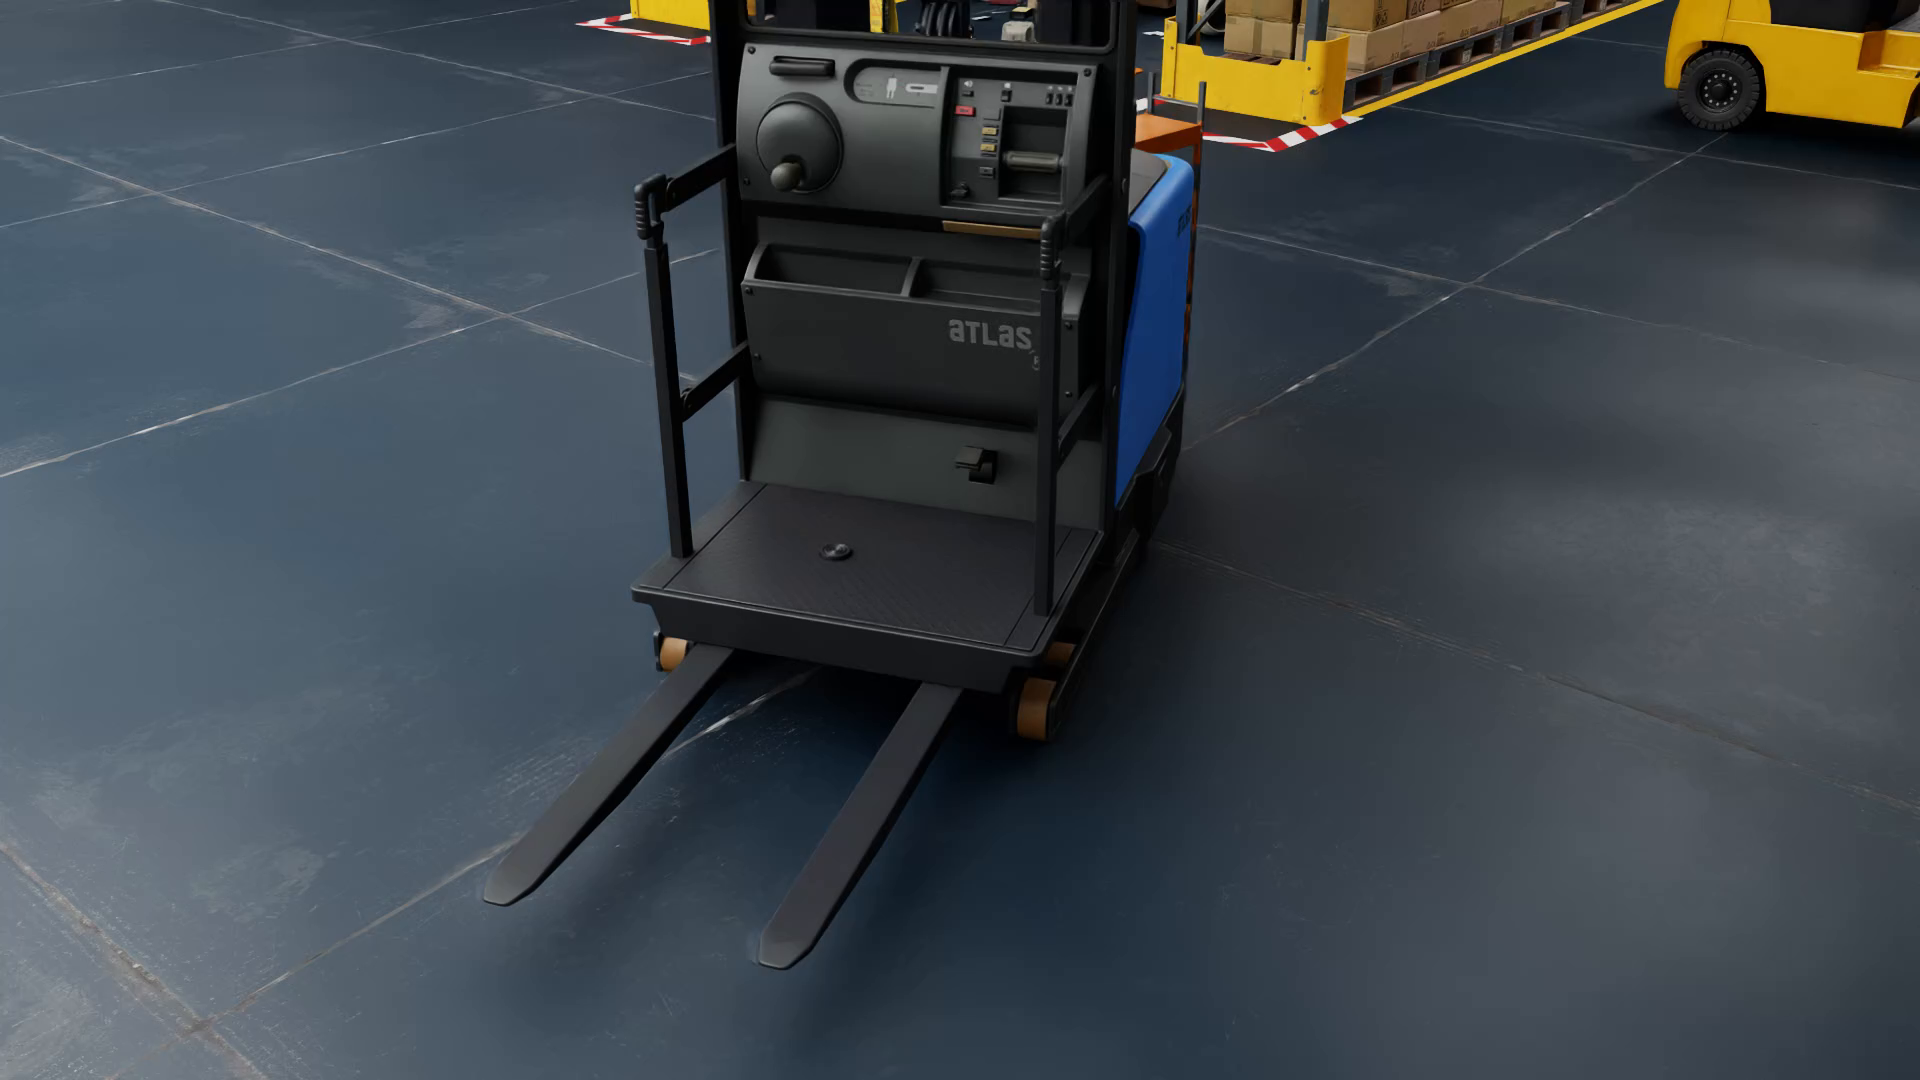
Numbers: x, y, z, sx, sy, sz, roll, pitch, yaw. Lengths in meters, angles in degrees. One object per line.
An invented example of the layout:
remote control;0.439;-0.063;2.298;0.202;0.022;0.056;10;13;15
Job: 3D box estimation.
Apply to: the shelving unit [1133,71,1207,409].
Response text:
shelving unit;0.576;-0.982;5.842;0.258;1.200;0.503;25;36;39

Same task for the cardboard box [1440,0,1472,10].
cardboard box;3.179;-3.916;11.274;0.500;0.500;0.500;22;34;35

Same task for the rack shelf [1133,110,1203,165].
rack shelf;0.576;-1.331;5.662;0.258;0.148;0.480;25;36;39

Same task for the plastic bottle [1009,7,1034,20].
plastic bottle;0.502;-4.254;13.406;0.133;0.061;0.283;9;29;17

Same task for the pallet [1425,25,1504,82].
pallet;3.152;-3.538;11.860;1.003;0.211;1.213;21;34;34

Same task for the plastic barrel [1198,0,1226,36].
plastic barrel;1.929;-4.072;12.661;0.421;0.421;0.512;-5;28;-9

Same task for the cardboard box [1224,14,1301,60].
cardboard box;2.105;-3.381;11.056;0.500;0.250;0.500;21;34;34

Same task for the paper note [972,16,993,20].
paper note;0.180;-4.178;13.295;0.142;0.017;0.144;-15;31;-27

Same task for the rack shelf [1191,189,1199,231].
rack shelf;0.576;-1.121;5.771;0.258;0.148;0.480;25;36;39

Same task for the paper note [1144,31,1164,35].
paper note;1.504;-3.892;12.753;0.142;0.019;0.148;-15;31;-27

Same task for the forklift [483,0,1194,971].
forklift;-0.184;-0.992;3.978;1.130;2.935;3.031;8;29;16

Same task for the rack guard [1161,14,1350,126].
rack guard;1.831;-2.958;10.424;1.175;0.500;0.348;21;34;34

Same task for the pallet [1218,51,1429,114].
pallet;2.375;-3.108;11.028;1.003;0.211;1.213;21;34;34

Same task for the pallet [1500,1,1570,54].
pallet;3.927;-3.973;12.700;1.003;0.211;1.213;21;34;34

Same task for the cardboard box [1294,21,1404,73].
cardboard box;2.509;-3.212;10.730;0.500;0.250;0.500;20;34;34

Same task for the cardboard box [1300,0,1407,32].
cardboard box;2.524;-3.554;10.574;0.500;0.500;0.500;19;33;33

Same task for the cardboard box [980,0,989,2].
cardboard box;0.248;-4.911;14.197;0.500;0.500;0.500;-21;34;-35

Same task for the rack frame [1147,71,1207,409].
rack frame;0.748;-1.061;5.996;0.240;1.200;0.015;25;36;39

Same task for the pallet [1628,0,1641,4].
pallet;5.597;-4.932;14.554;1.003;0.211;1.213;21;34;34

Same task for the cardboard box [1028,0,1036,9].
cardboard box;0.771;-4.509;13.676;0.258;0.266;0.396;-21;34;-35

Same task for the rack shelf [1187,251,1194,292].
rack shelf;0.576;-0.922;5.873;0.258;0.148;0.480;25;36;39

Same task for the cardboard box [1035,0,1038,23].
cardboard box;0.947;-4.295;13.006;0.797;0.503;0.637;0;27;0

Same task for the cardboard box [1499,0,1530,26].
cardboard box;3.828;-3.945;12.147;0.500;0.250;0.500;20;33;33

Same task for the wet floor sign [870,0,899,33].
wet floor sign;-0.591;-3.818;11.928;0.267;0.644;0.232;15;31;26

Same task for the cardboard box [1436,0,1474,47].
cardboard box;3.177;-3.588;11.457;0.500;0.250;0.500;24;35;38

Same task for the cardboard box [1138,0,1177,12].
cardboard box;1.535;-4.690;13.620;0.797;0.637;0.503;21;34;34

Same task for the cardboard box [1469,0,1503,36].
cardboard box;3.501;-3.766;11.801;0.500;0.250;0.500;21;34;35

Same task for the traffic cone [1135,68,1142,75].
traffic cone;1.061;-3.444;11.404;0.336;0.463;0.334;21;34;34

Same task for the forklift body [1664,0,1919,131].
forklift body;5.414;-3.421;9.522;2.313;2.155;1.214;21;34;34

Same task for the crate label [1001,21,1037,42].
crate label;0.441;-3.800;12.447;0.250;0.136;0.298;4;28;8

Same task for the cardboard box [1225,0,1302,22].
cardboard box;2.091;-3.700;10.857;0.500;0.500;0.500;21;34;35

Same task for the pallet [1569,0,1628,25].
pallet;4.821;-4.498;13.715;1.003;0.211;1.213;21;34;34

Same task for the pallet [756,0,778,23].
pallet;-1.653;-4.520;13.758;1.003;0.211;1.213;21;34;34

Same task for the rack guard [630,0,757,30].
rack guard;-2.116;-4.334;13.083;1.175;0.500;0.348;21;34;34

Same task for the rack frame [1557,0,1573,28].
rack frame;4.327;-5.460;12.539;1.000;3.000;0.127;21;34;34

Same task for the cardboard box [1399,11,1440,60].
cardboard box;2.840;-3.391;11.075;0.500;0.250;0.500;22;35;36

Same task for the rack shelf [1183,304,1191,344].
rack shelf;0.576;-0.746;5.965;0.258;0.148;0.480;25;36;39

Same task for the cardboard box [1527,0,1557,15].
cardboard box;4.159;-4.137;12.518;0.500;0.250;0.500;23;35;37

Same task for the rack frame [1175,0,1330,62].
rack frame;1.783;-4.042;9.798;1.000;3.000;0.127;21;34;34

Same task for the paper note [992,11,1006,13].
paper note;0.320;-4.304;13.559;0.123;0.001;0.032;-10;29;-18

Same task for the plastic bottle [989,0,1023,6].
plastic bottle;0.396;-4.511;13.904;0.283;0.061;0.133;9;29;17

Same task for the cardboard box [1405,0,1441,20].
cardboard box;2.853;-3.740;10.935;0.500;0.500;0.500;19;33;33
